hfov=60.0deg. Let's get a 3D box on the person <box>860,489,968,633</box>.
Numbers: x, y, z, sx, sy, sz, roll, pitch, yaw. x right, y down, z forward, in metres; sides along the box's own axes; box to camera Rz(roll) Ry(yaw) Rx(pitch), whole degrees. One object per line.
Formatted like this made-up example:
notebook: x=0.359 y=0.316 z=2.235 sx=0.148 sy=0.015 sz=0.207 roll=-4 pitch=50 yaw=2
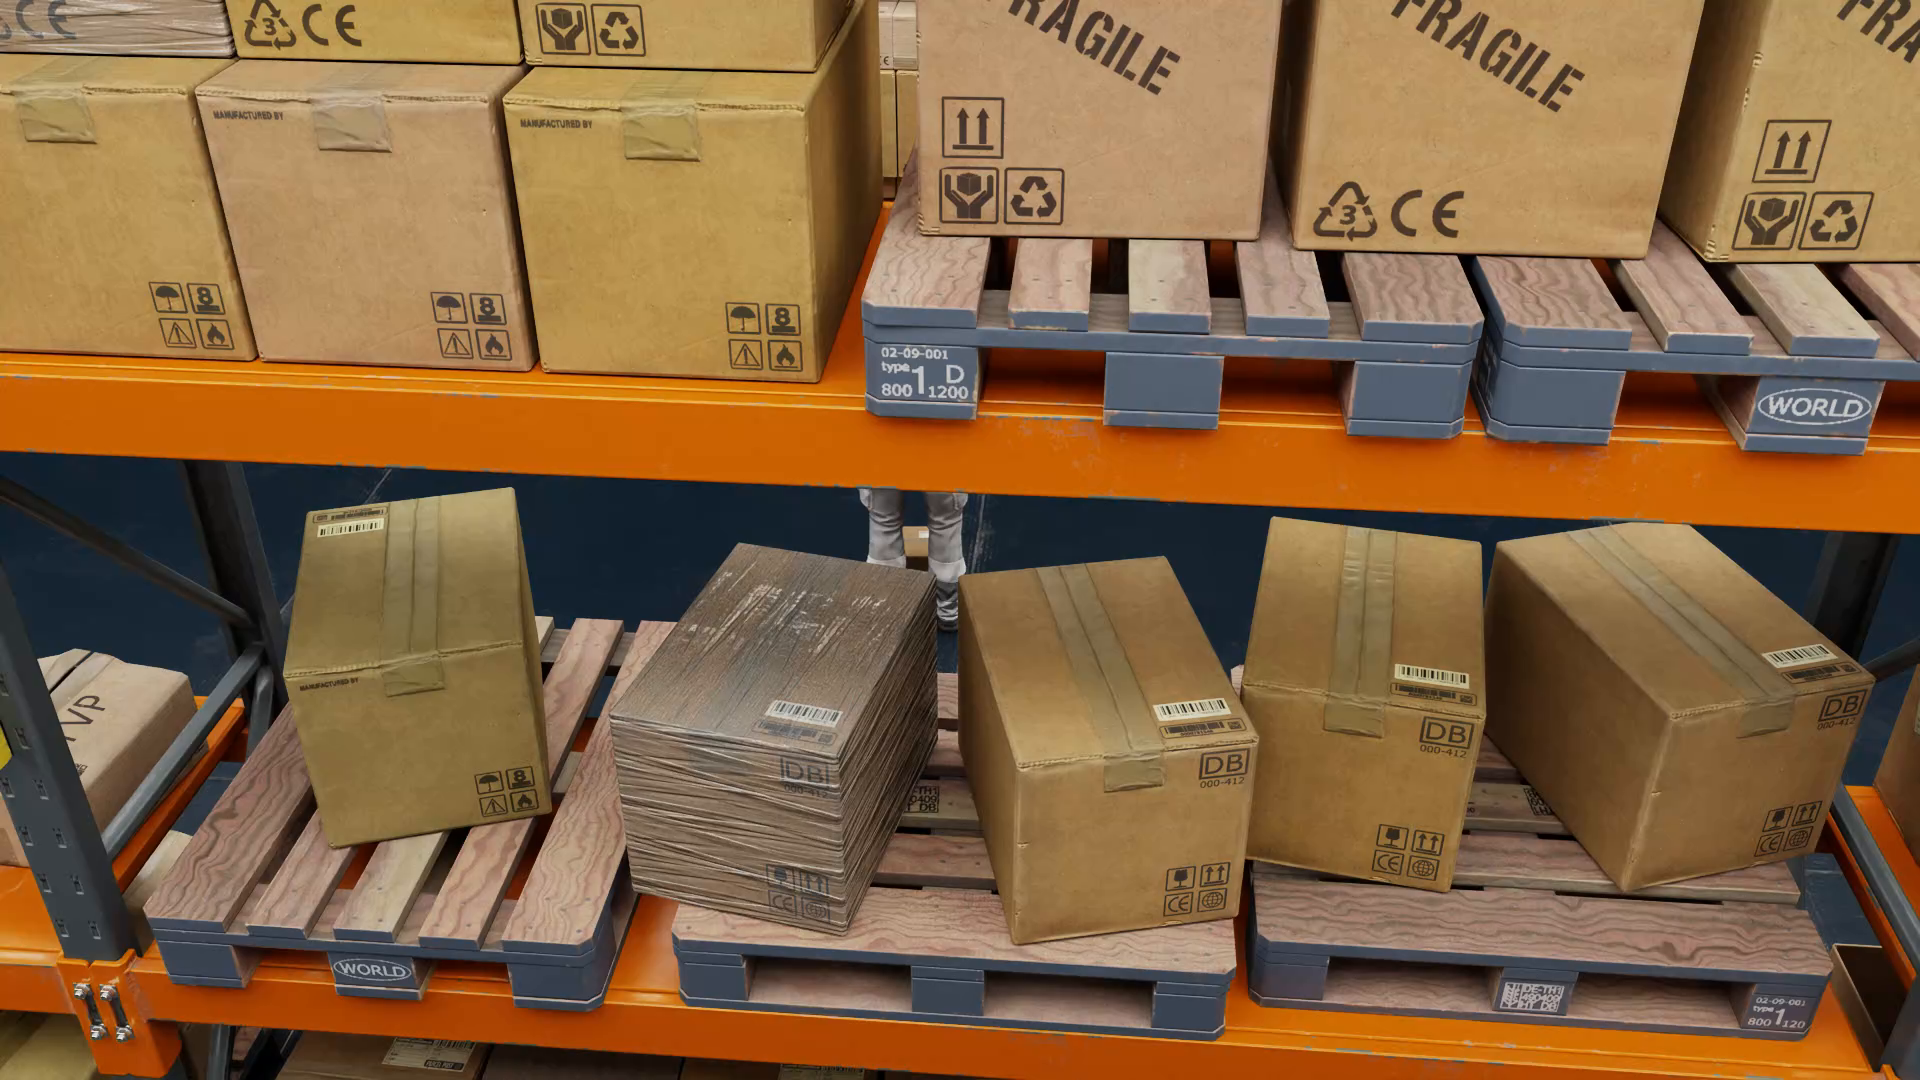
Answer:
person: x=-0.195 y=-0.417 z=6.798 sx=0.603 sy=1.778 sz=0.451 roll=2 pitch=32 yaw=3
